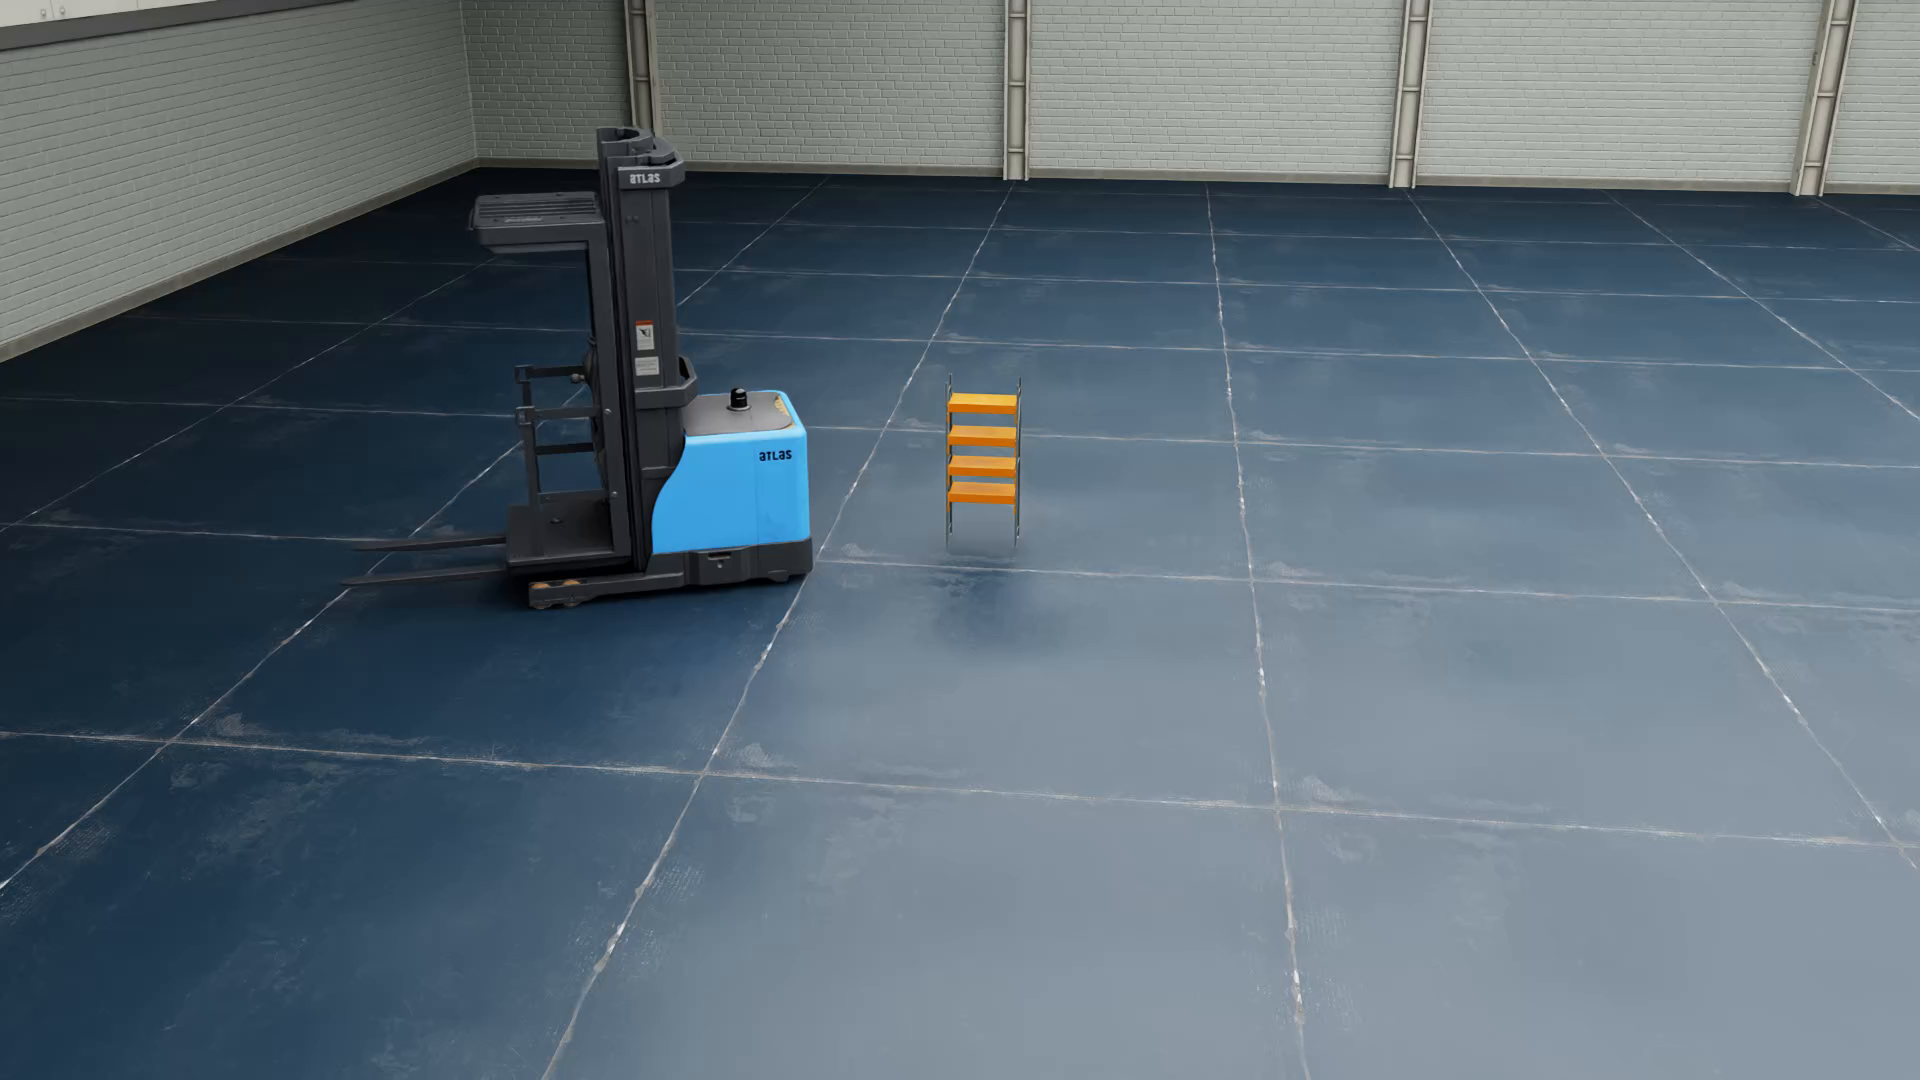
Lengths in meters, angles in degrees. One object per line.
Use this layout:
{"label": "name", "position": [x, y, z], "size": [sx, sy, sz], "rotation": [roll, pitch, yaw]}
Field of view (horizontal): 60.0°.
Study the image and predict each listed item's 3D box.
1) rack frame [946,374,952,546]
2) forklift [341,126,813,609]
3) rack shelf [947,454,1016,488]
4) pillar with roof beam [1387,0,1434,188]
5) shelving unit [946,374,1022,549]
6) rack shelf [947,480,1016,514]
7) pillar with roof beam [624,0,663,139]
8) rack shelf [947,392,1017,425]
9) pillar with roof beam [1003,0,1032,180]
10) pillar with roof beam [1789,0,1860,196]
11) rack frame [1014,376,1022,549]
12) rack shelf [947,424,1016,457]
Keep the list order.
{"label": "rack frame", "position": [-0.078, -0.561, 11.728], "size": [0.015, 1.200, 0.240], "rotation": [2, 22, 6]}
{"label": "forklift", "position": [-2.569, -1.128, 10.806], "size": [3.031, 2.935, 1.130], "rotation": [-5, 22, -13]}
{"label": "rack shelf", "position": [0.164, -0.488, 11.726], "size": [0.480, 0.148, 0.258], "rotation": [2, 22, 6]}
{"label": "pillar with roof beam", "position": [6.350, -8.118, 20.233], "size": [0.400, 9.000, 9.100], "rotation": [2, 22, 6]}
{"label": "shelving unit", "position": [0.164, -0.551, 11.701], "size": [0.503, 1.200, 0.258], "rotation": [2, 22, 6]}
{"label": "rack shelf", "position": [0.164, -0.304, 11.799], "size": [0.480, 0.148, 0.258], "rotation": [2, 22, 6]}
{"label": "pillar with roof beam", "position": [-5.567, -8.637, 21.546], "size": [0.400, 9.000, 9.100], "rotation": [2, 22, 6]}
{"label": "rack shelf", "position": [0.164, -0.916, 11.557], "size": [0.480, 0.148, 0.258], "rotation": [2, 22, 6]}
{"label": "pillar with roof beam", "position": [0.391, -8.377, 20.889], "size": [0.400, 9.000, 9.100], "rotation": [2, 22, 6]}
{"label": "pillar with roof beam", "position": [12.308, -7.858, 19.576], "size": [0.400, 9.000, 9.100], "rotation": [2, 22, 6]}
{"label": "rack frame", "position": [0.407, -0.540, 11.674], "size": [0.015, 1.200, 0.240], "rotation": [2, 22, 6]}
{"label": "rack shelf", "position": [0.164, -0.696, 11.644], "size": [0.480, 0.148, 0.258], "rotation": [2, 22, 6]}
